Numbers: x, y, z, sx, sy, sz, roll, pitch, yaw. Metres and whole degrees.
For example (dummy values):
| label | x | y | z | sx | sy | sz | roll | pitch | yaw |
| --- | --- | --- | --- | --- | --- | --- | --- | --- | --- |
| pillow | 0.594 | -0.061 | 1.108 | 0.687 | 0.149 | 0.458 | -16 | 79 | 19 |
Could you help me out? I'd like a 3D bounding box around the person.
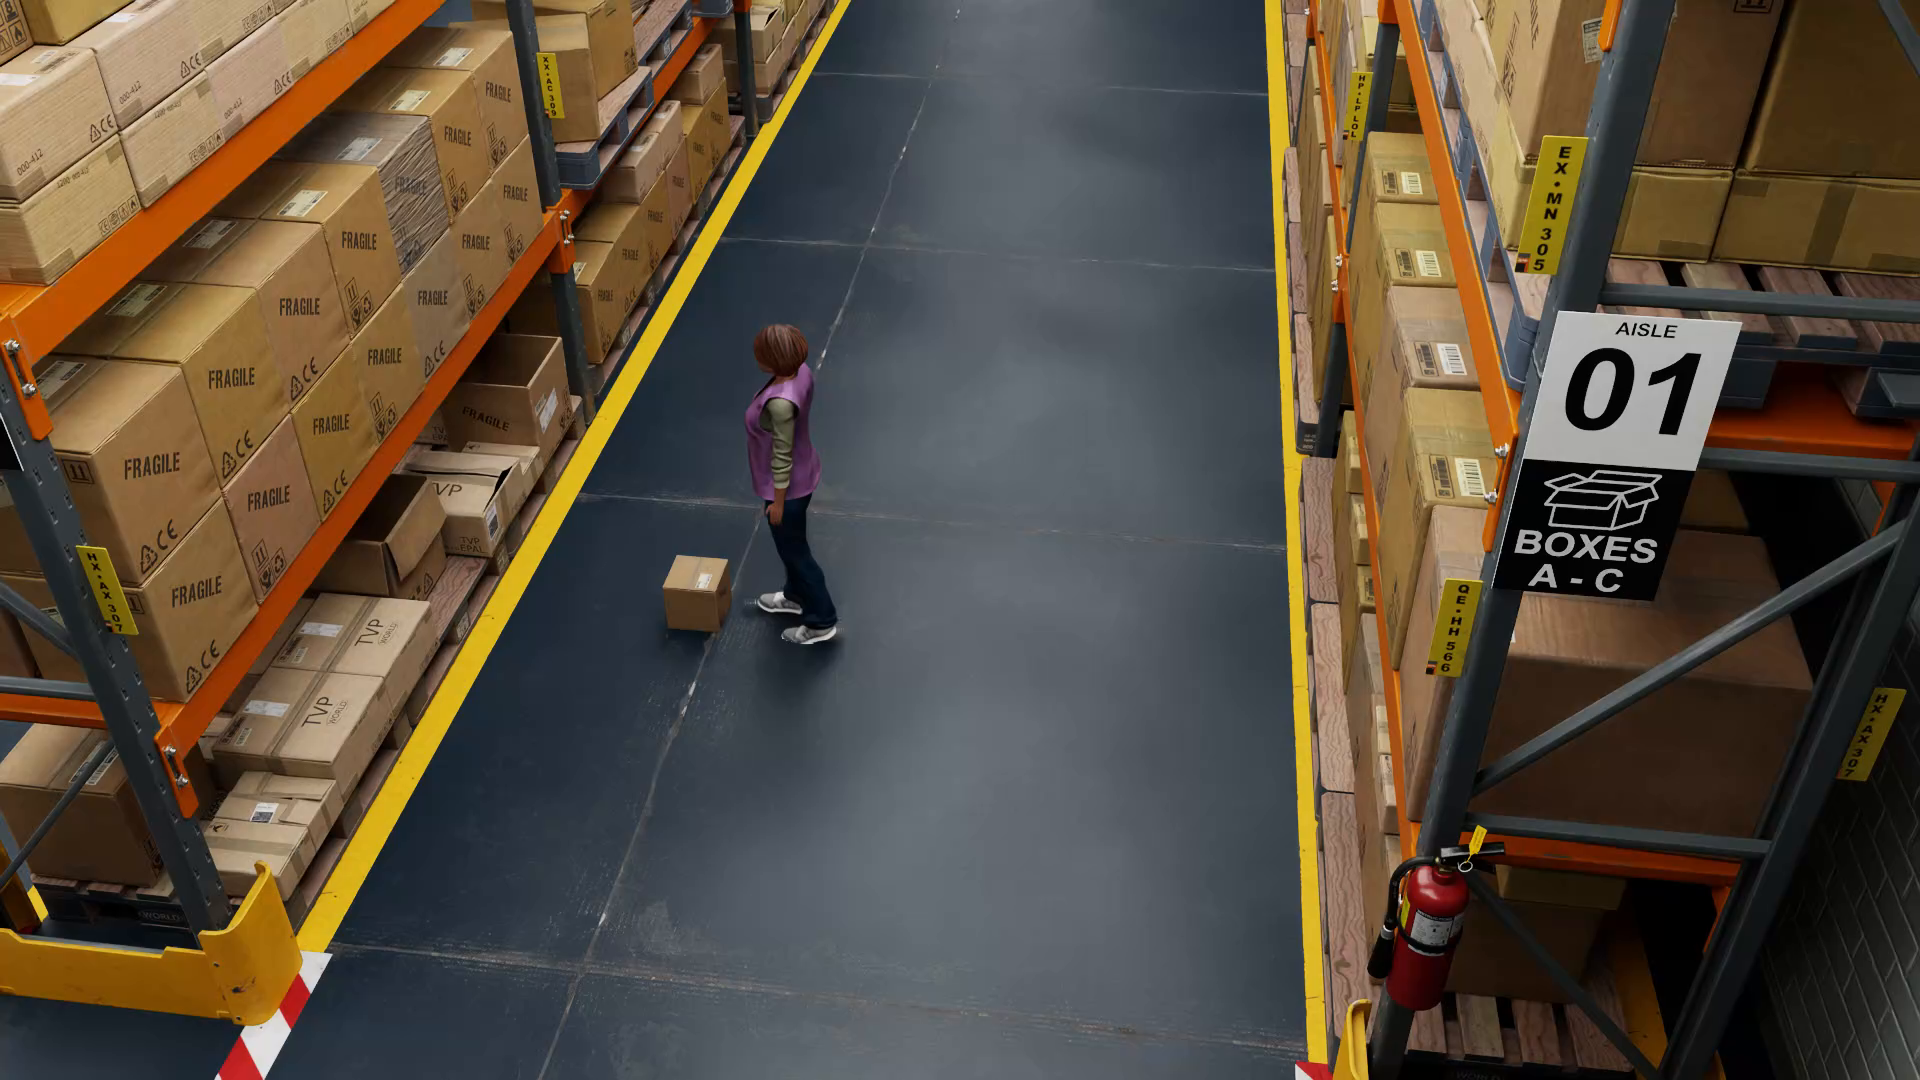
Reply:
| label | x | y | z | sx | sy | sz | roll | pitch | yaw |
| --- | --- | --- | --- | --- | --- | --- | --- | --- | --- |
| person | -0.769 | -0.234 | 7.386 | 0.429 | 1.621 | 0.415 | 5 | 37 | 7 |
